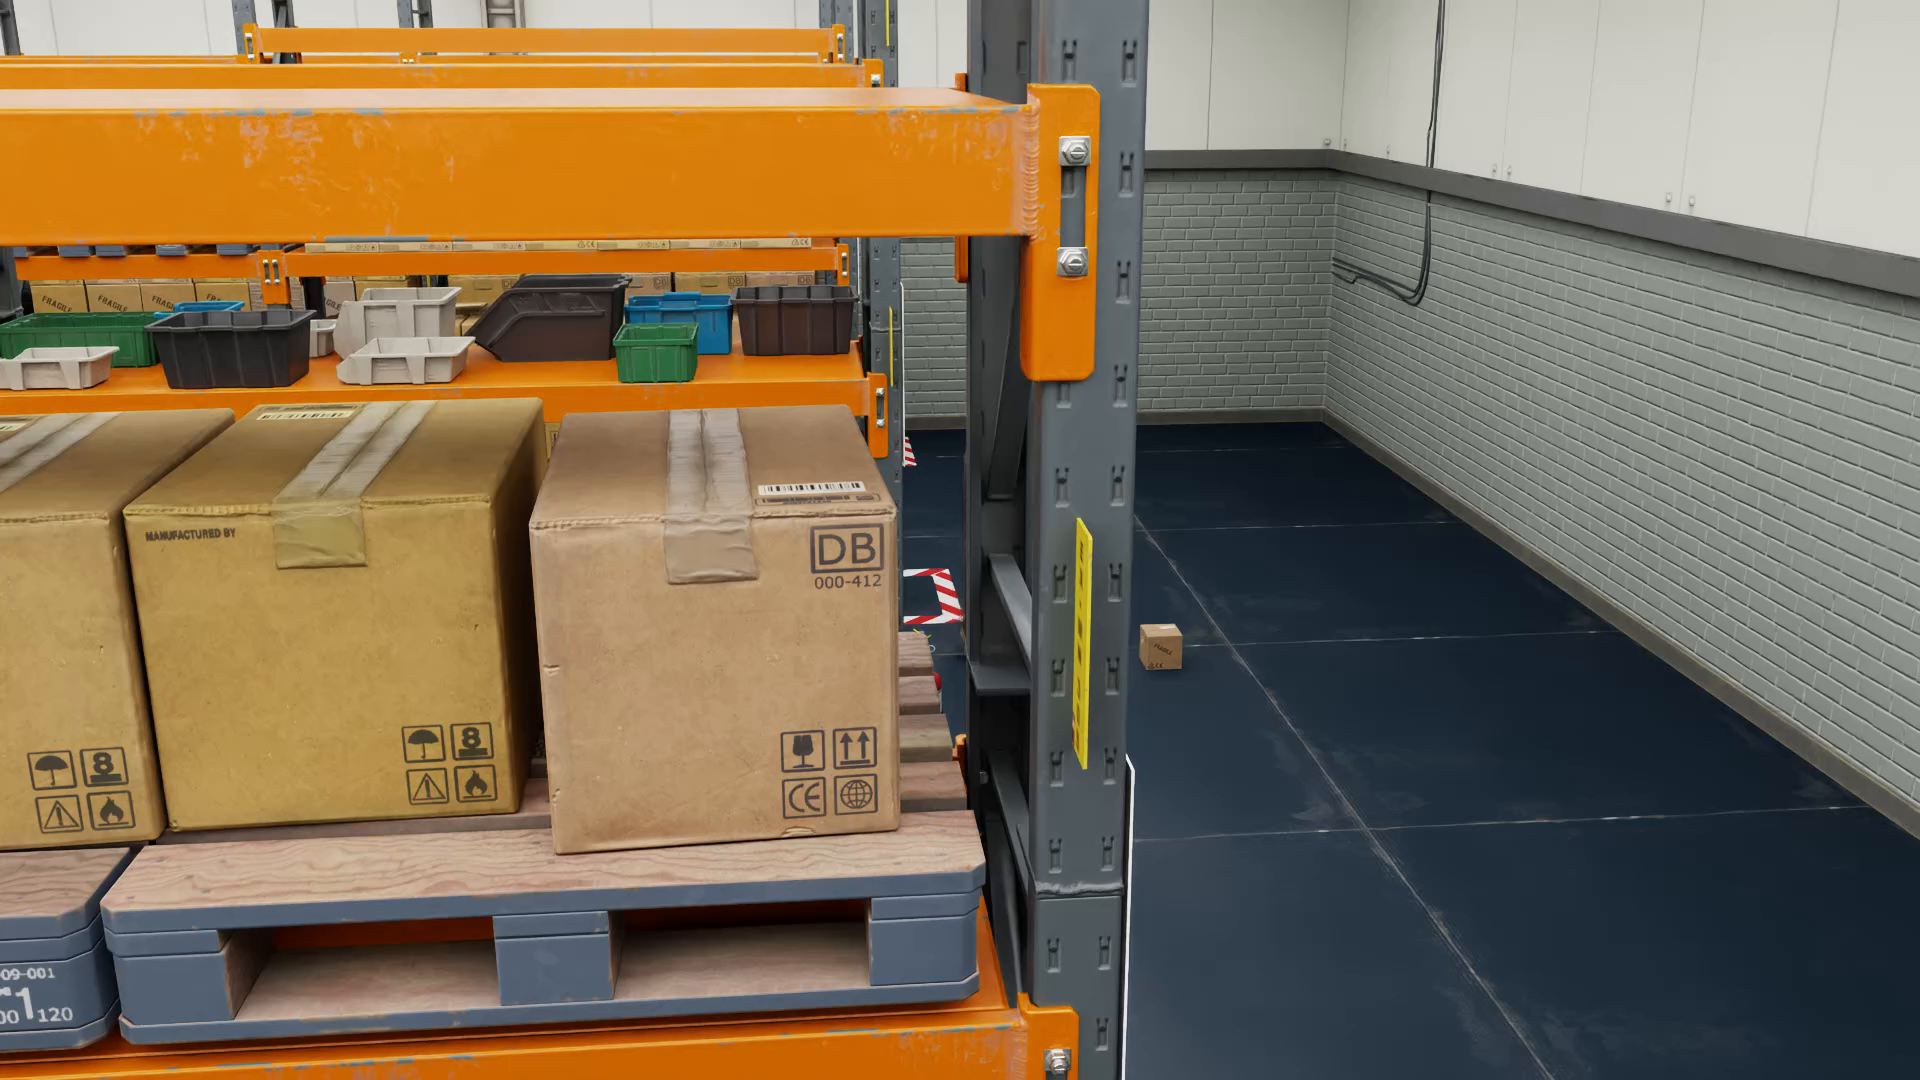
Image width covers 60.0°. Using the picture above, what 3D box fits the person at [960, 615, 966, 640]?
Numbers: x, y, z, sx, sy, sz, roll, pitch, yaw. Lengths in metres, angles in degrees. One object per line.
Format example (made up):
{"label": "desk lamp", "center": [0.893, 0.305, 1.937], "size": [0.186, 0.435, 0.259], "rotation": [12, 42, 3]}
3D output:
{"label": "person", "center": [0.359, -0.037, 11.665], "size": [0.748, 1.775, 0.612], "rotation": [8, 18, 26]}
